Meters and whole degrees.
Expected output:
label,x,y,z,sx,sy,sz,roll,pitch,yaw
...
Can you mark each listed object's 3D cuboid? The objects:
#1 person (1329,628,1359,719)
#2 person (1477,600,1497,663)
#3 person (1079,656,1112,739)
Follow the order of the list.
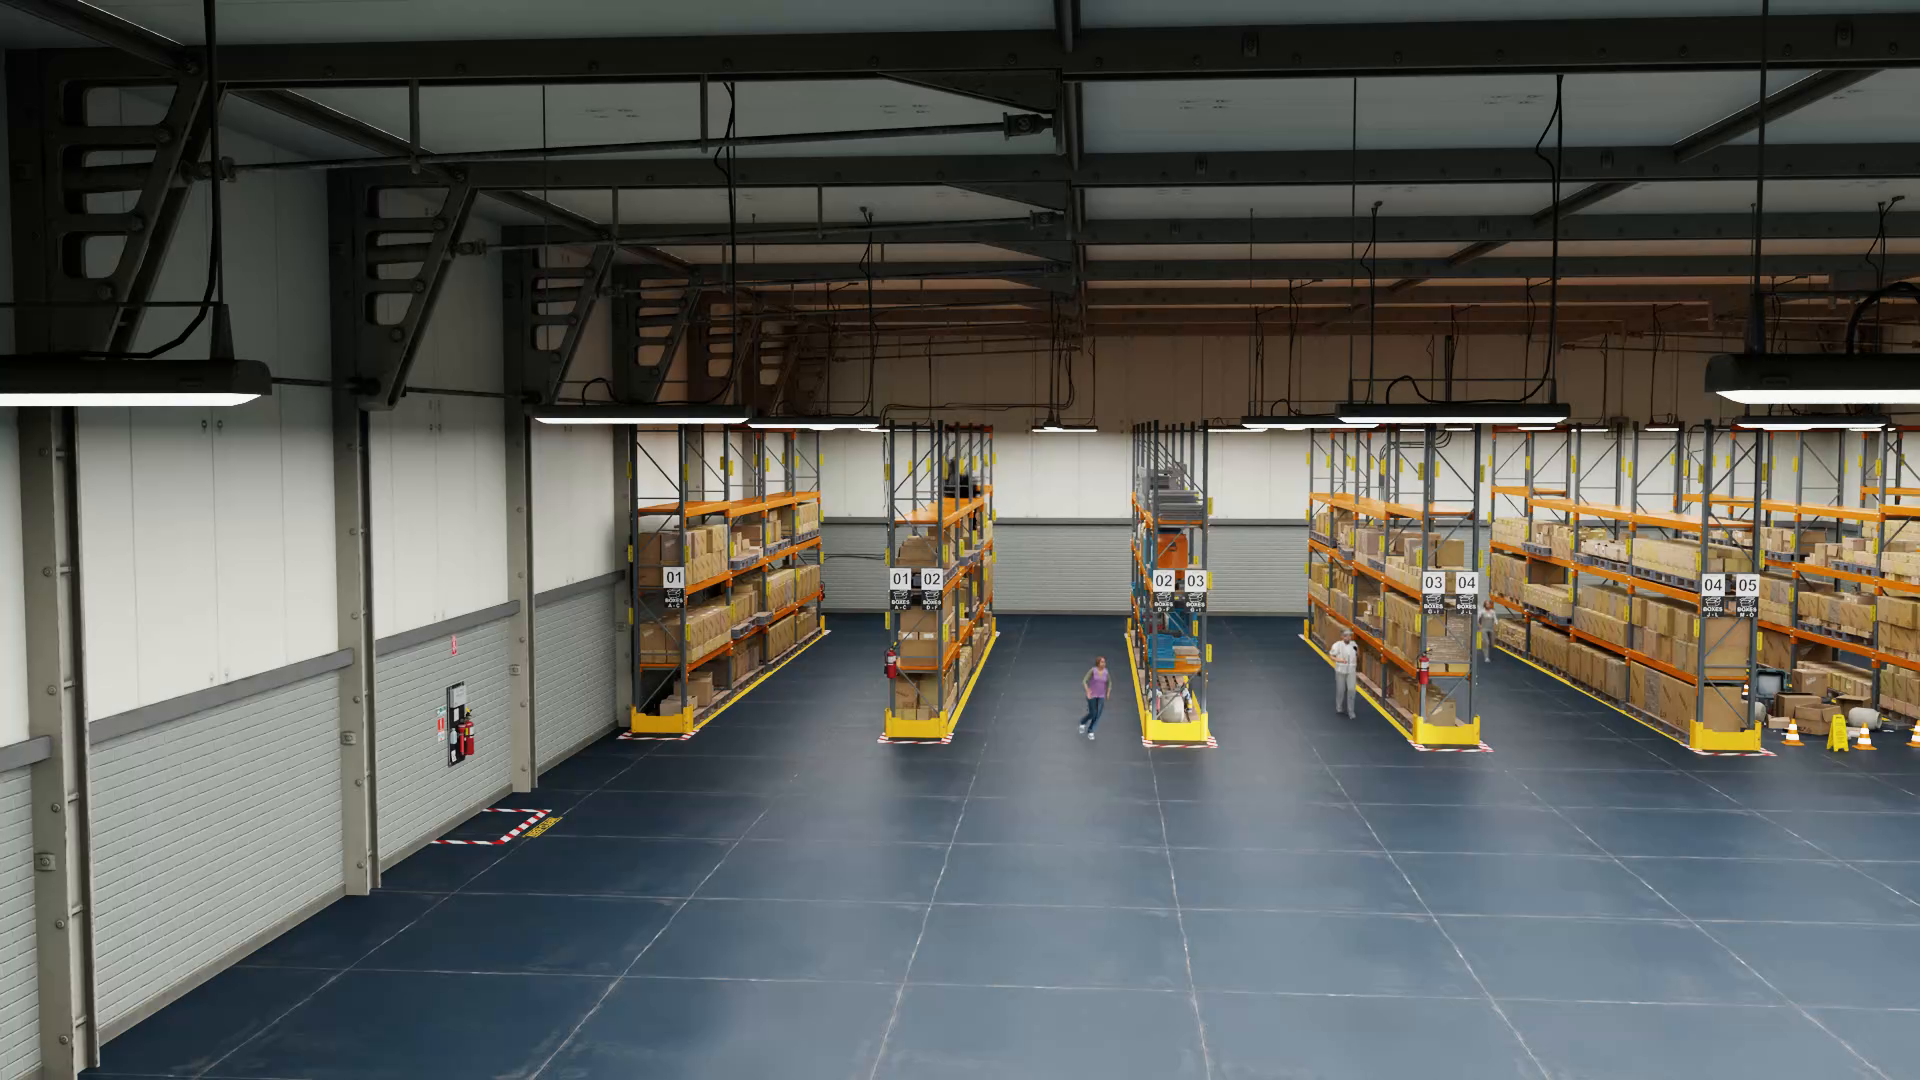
label,x,y,z,sx,sy,sz,roll,pitch,yaw
person,7.840,2.697,33.893,0.647,1.824,0.863,0,4,2
person,13.285,2.290,41.971,0.540,1.551,0.637,0,4,2
person,2.584,2.964,31.434,0.583,1.550,0.524,-1,4,-18
